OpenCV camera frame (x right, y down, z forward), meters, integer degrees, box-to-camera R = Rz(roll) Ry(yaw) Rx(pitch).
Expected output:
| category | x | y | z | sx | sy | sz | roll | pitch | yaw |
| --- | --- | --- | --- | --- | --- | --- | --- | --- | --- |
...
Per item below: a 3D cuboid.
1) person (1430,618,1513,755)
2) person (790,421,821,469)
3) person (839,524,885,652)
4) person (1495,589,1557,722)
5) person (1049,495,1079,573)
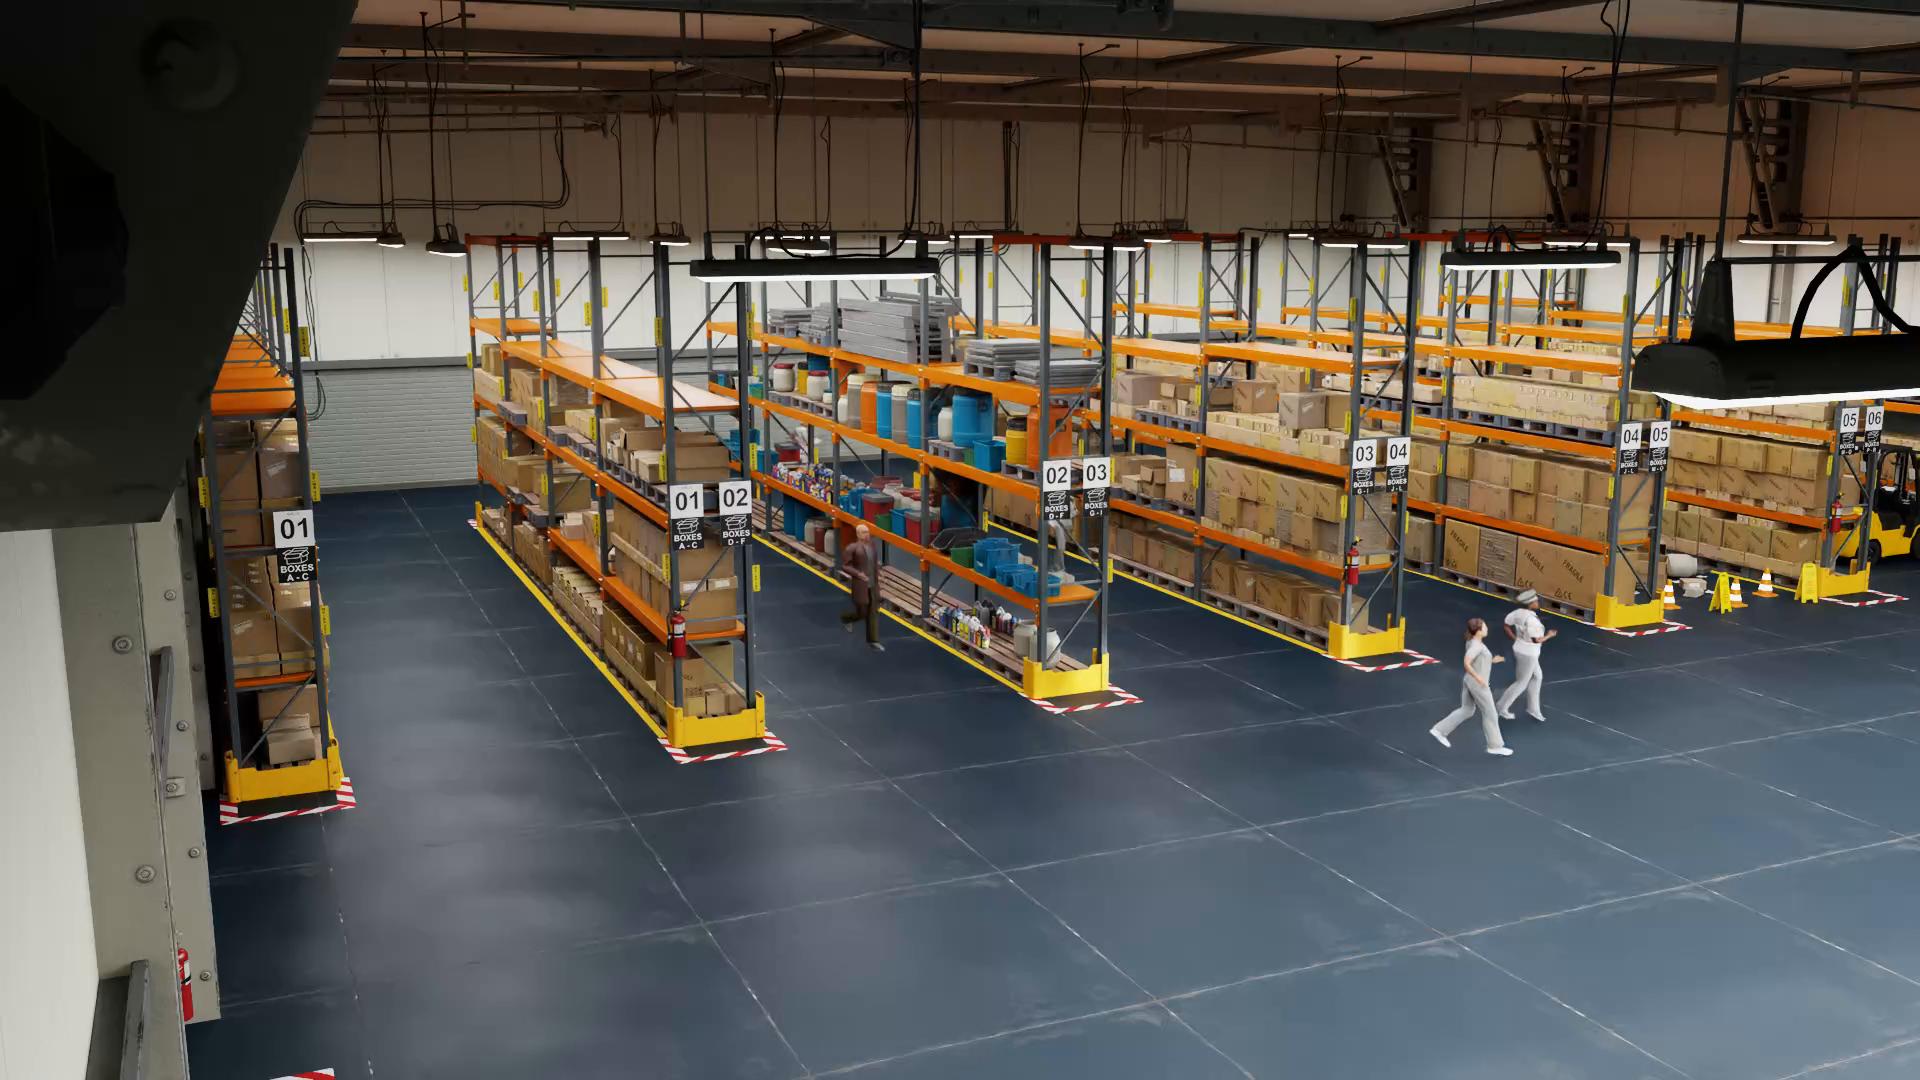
| category | x | y | z | sx | sy | sz | roll | pitch | yaw |
| --- | --- | --- | --- | --- | --- | --- | --- | --- | --- |
| person | 6.108 | 1.727 | 19.716 | 0.970 | 1.652 | 0.565 | 0 | 11 | 1 |
| person | -3.565 | -2.034 | 38.785 | 1.051 | 1.757 | 0.675 | -3 | 11 | -16 |
| person | -1.373 | 0.653 | 23.623 | 0.710 | 1.780 | 0.934 | -9 | 14 | -40 |
| person | 7.139 | 1.481 | 21.020 | 0.742 | 1.754 | 0.560 | 0 | 11 | 2 |
| person | 1.743 | -0.168 | 28.126 | 0.595 | 1.796 | 0.665 | -7 | 13 | -34 |
